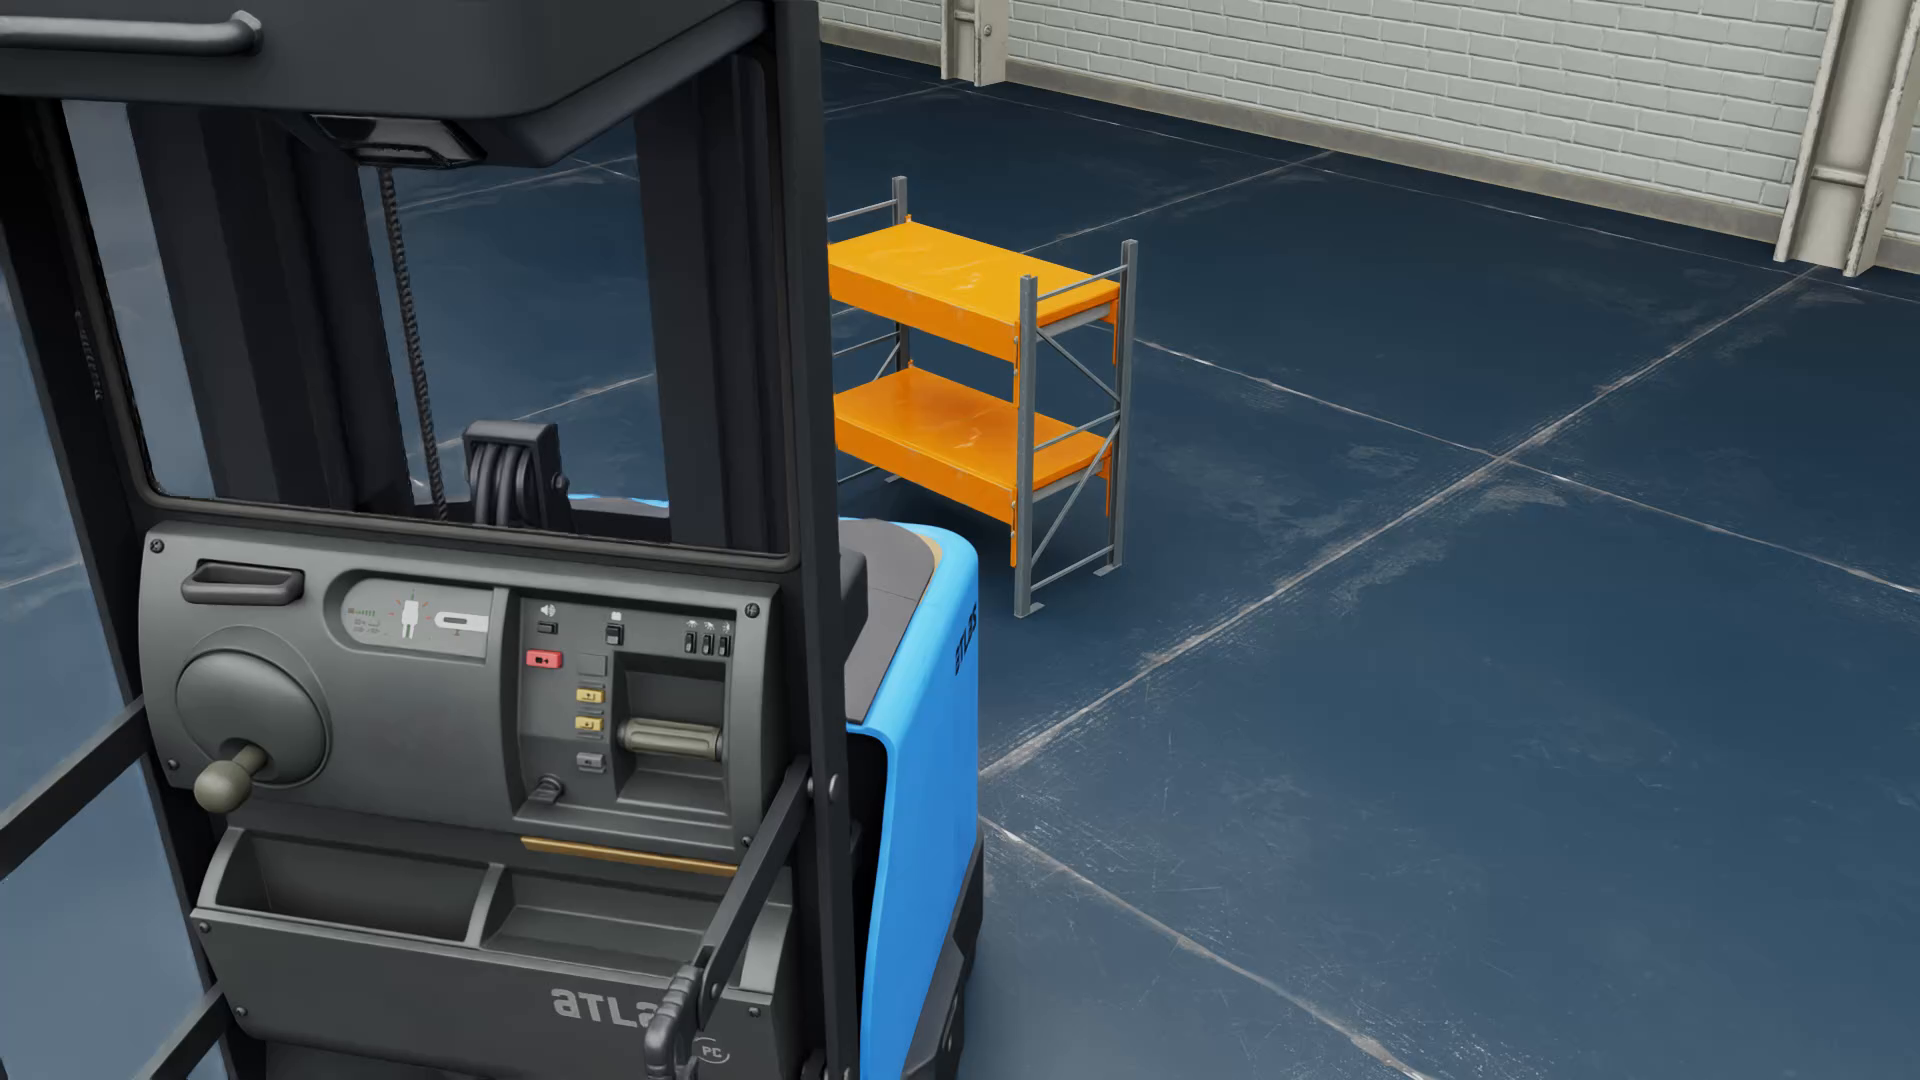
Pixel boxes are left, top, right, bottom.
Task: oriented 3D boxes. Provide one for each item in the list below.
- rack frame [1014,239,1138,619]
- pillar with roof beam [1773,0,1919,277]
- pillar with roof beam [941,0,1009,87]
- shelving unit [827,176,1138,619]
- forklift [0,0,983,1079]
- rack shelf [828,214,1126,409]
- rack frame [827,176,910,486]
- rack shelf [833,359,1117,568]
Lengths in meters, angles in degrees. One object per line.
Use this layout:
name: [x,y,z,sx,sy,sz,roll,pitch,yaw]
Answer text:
rack frame: [0.358,-0.334,5.177,0.032,1.125,0.500,25,36,38]
pillar with roof beam: [1.365,-3.967,3.624,0.400,9.000,9.100,25,36,38]
pillar with roof beam: [-2.913,-5.924,7.348,0.400,9.000,9.100,25,36,38]
shelving unit: [-0.005,-0.500,5.492,1.048,1.125,0.538,25,36,38]
forklift: [-0.752,0.252,2.121,1.130,2.935,3.031,6,28,10]
rack shelf: [-0.005,-0.759,5.356,1.000,0.278,0.538,25,36,38]
rack frame: [-0.367,-0.666,5.808,0.032,1.125,0.500,25,36,38]
rack shelf: [-0.005,-0.284,5.606,1.000,0.278,0.538,25,36,38]
